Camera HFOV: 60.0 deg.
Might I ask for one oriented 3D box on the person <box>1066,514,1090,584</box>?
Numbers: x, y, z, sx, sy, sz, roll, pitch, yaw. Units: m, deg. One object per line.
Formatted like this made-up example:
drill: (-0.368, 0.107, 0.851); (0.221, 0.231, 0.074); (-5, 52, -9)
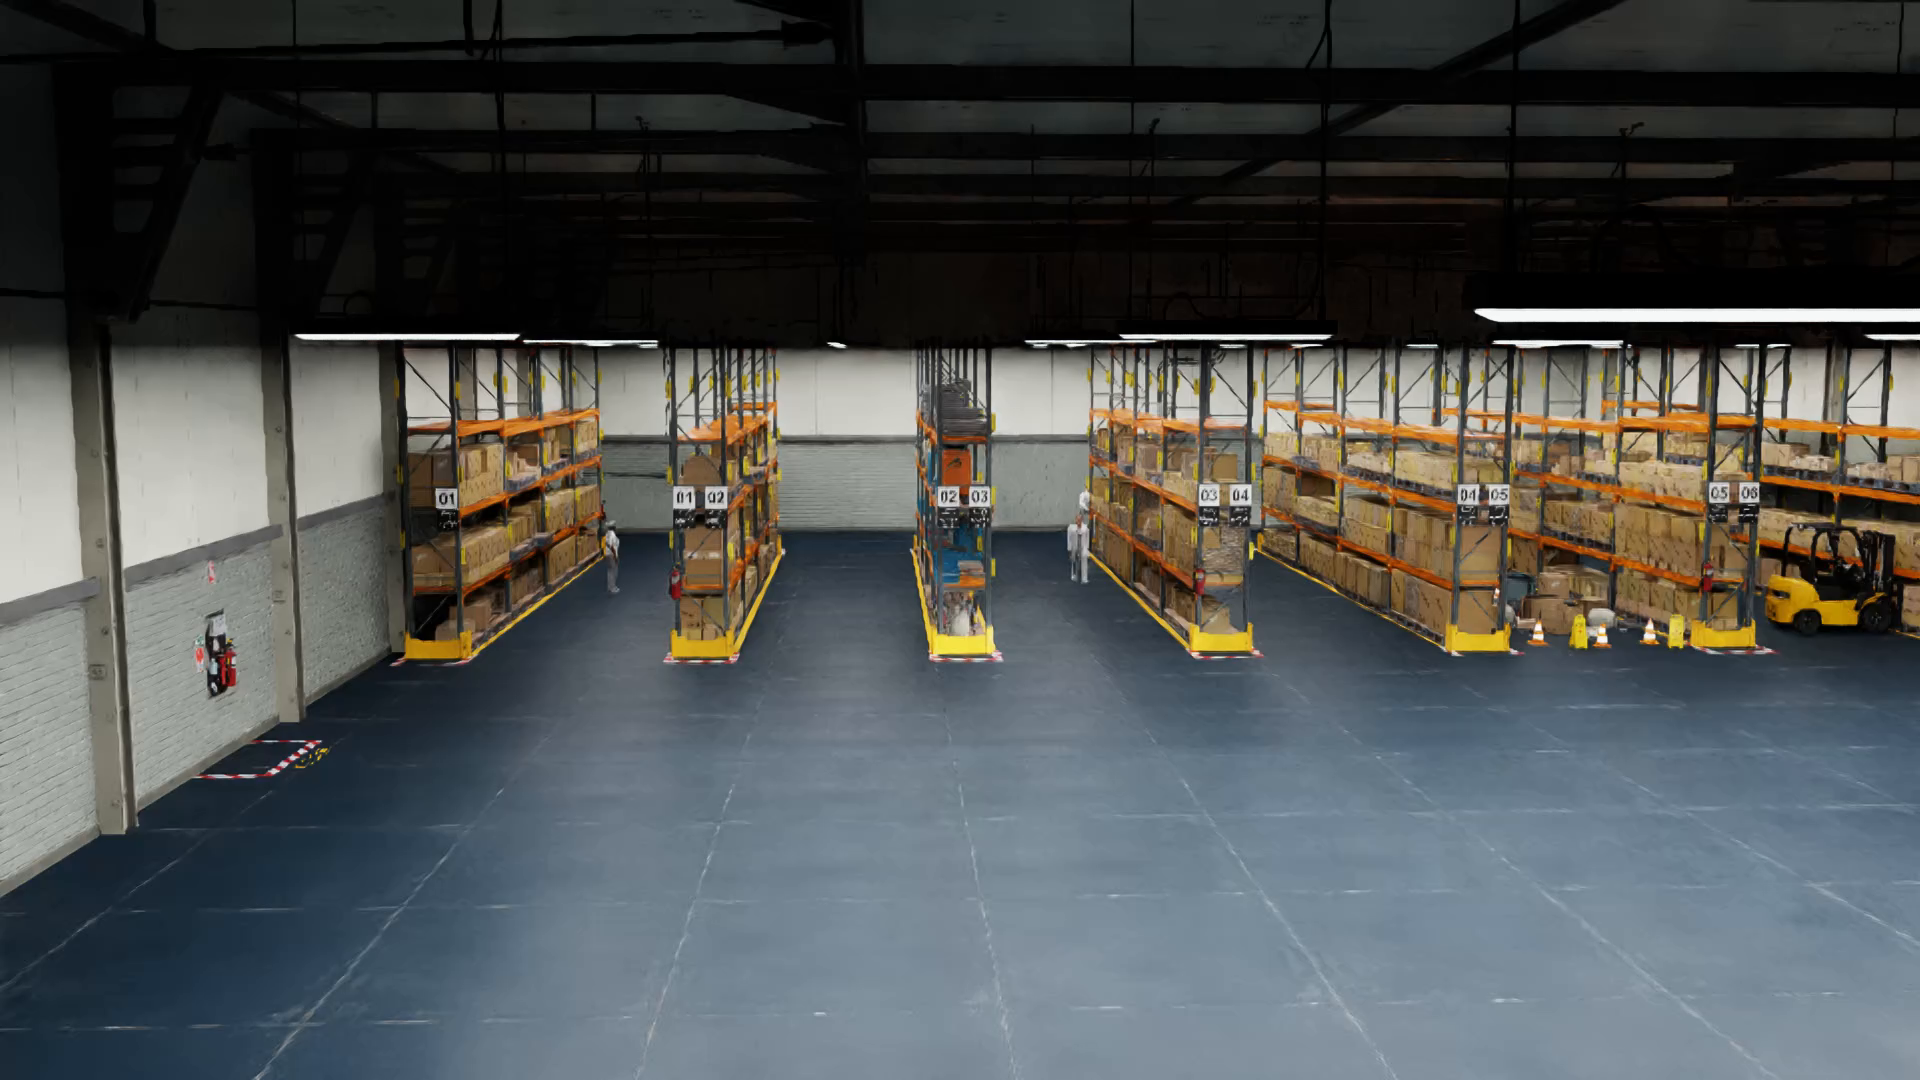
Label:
person: (2.929, 0.195, 41.100); (0.598, 1.698, 1.194); (0, 6, 0)

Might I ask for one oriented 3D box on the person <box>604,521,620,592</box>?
person: (-8.303, 0.411, 39.729); (0.371, 1.737, 0.526); (-4, 7, -29)

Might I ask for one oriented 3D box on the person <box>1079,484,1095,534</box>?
person: (3.947, -0.970, 51.841); (0.643, 1.612, 0.794); (-2, 7, -20)

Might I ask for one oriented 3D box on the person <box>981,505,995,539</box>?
person: (0.722, -0.645, 49.628); (0.621, 1.495, 0.510); (-1, 7, -5)
